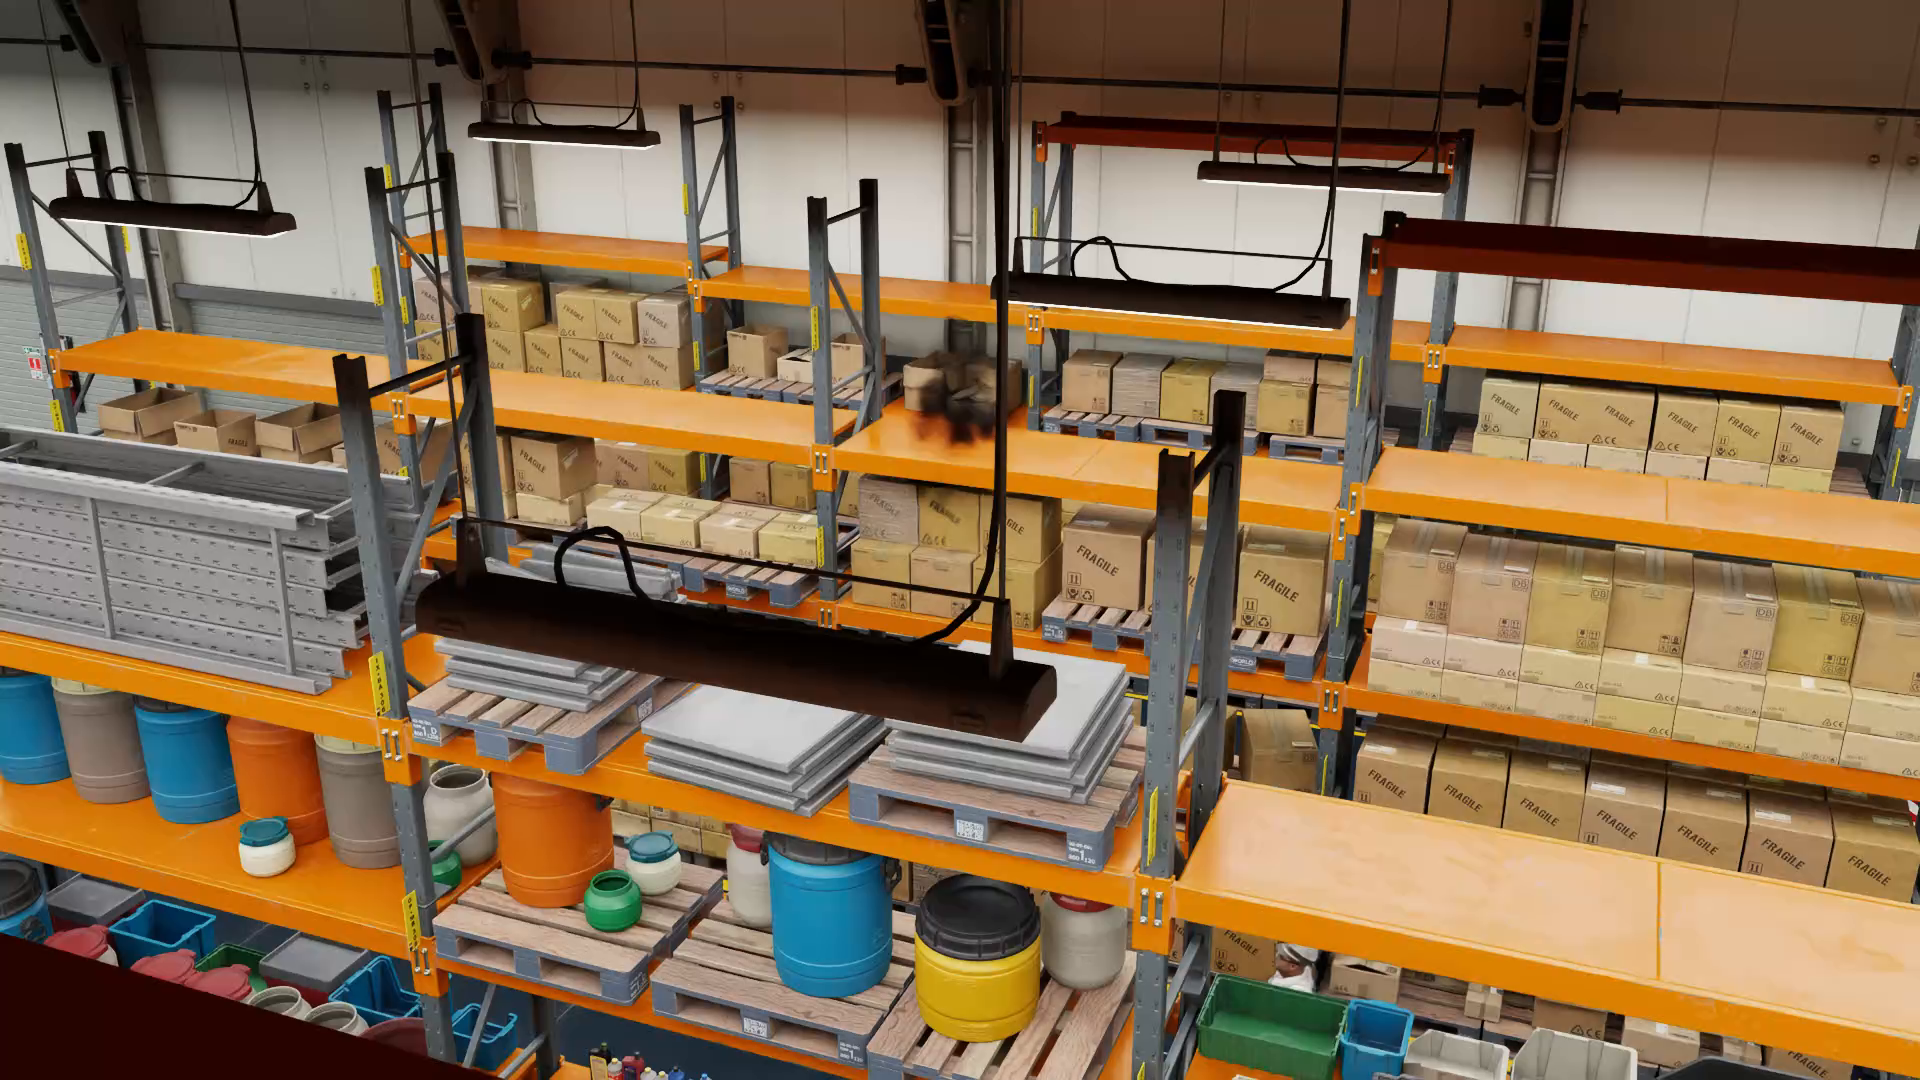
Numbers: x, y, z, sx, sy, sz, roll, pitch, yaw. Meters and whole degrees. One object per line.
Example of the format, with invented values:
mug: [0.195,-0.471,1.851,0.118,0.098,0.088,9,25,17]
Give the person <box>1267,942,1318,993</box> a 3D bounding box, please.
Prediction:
person: [2.206,3.390,11.077,0.733,1.761,0.663,5,21,12]
